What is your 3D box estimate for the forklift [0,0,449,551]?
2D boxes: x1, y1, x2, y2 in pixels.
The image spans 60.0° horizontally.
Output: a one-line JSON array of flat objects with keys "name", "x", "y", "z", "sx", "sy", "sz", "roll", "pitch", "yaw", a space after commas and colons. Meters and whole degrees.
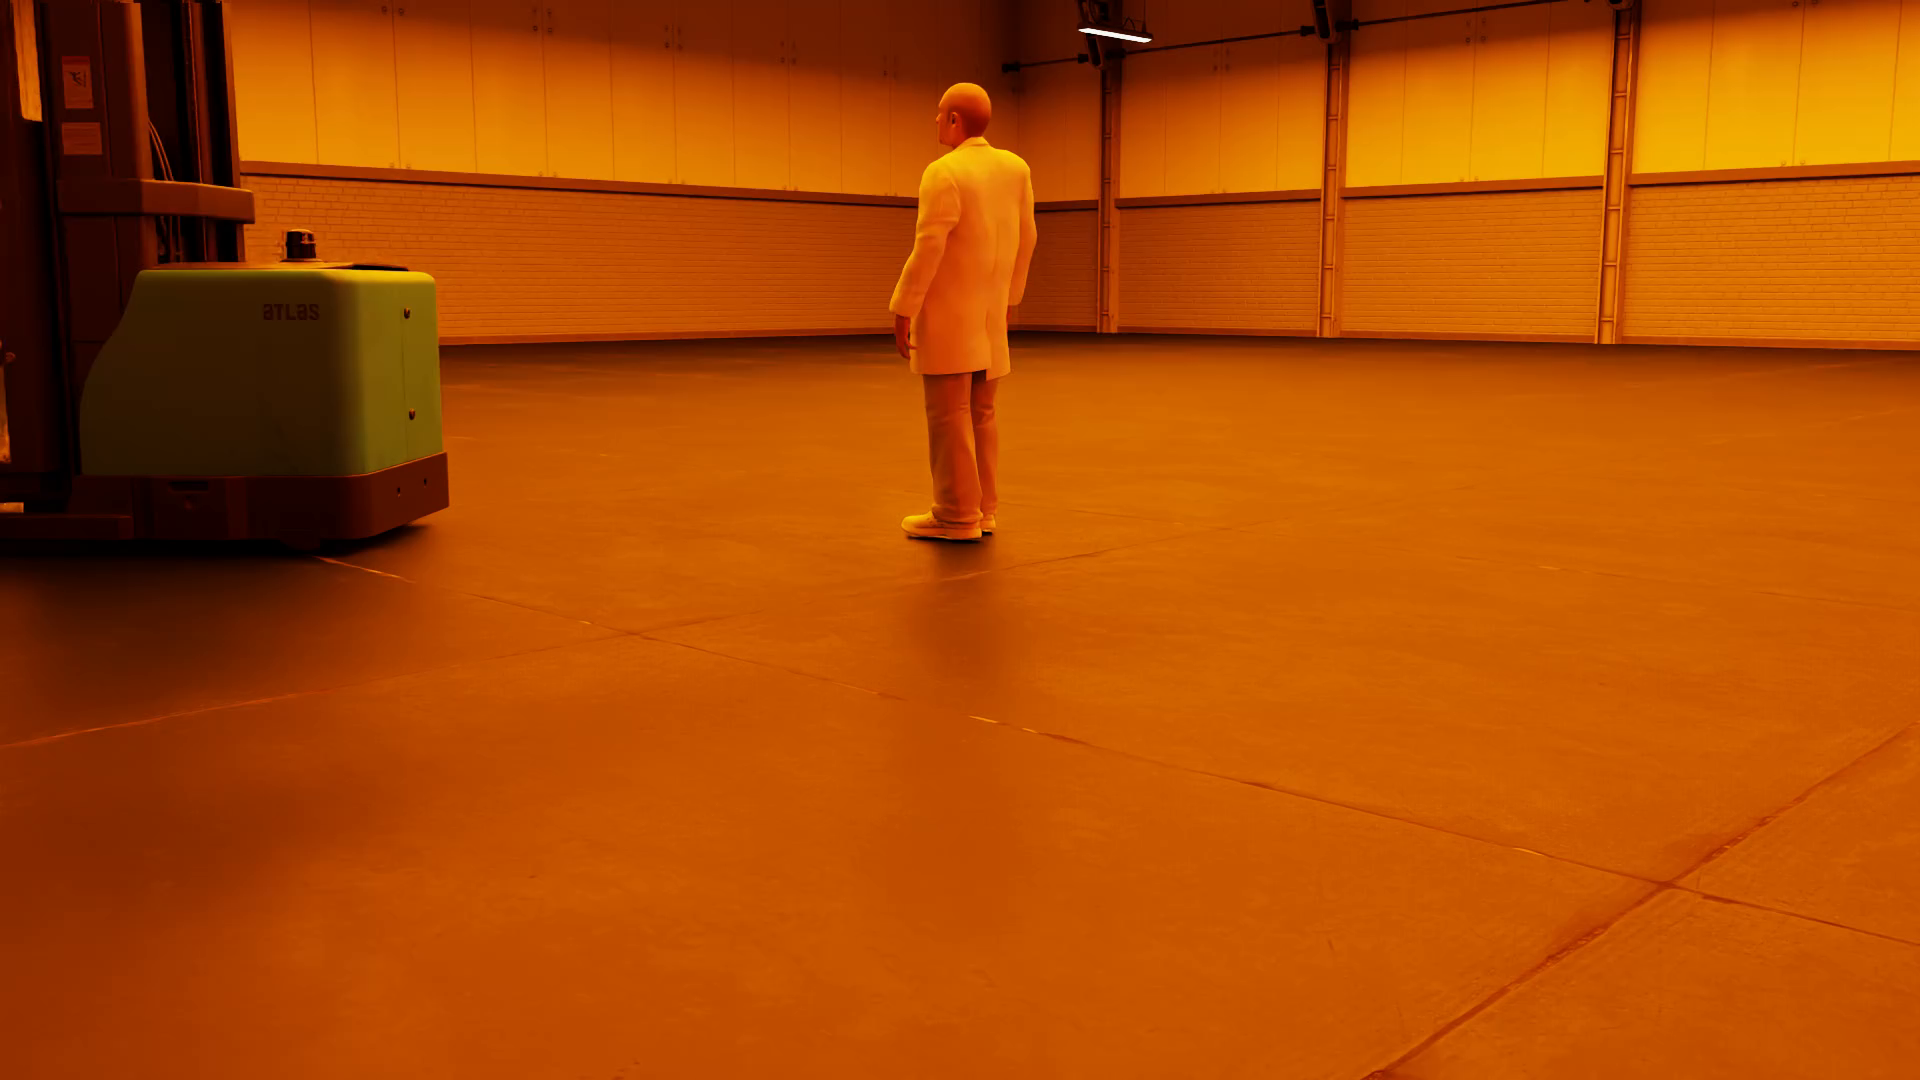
[{"name": "forklift", "x": -3.732, "y": -1.463, "z": 6.588, "sx": 3.031, "sy": 2.935, "sz": 1.130, "roll": 0, "pitch": 9, "yaw": 2}]

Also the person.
[{"name": "person", "x": -0.061, "y": -0.896, "z": 6.649, "sx": 0.581, "sy": 1.775, "sz": 0.696, "roll": 8, "pitch": 12, "yaw": 43}]
